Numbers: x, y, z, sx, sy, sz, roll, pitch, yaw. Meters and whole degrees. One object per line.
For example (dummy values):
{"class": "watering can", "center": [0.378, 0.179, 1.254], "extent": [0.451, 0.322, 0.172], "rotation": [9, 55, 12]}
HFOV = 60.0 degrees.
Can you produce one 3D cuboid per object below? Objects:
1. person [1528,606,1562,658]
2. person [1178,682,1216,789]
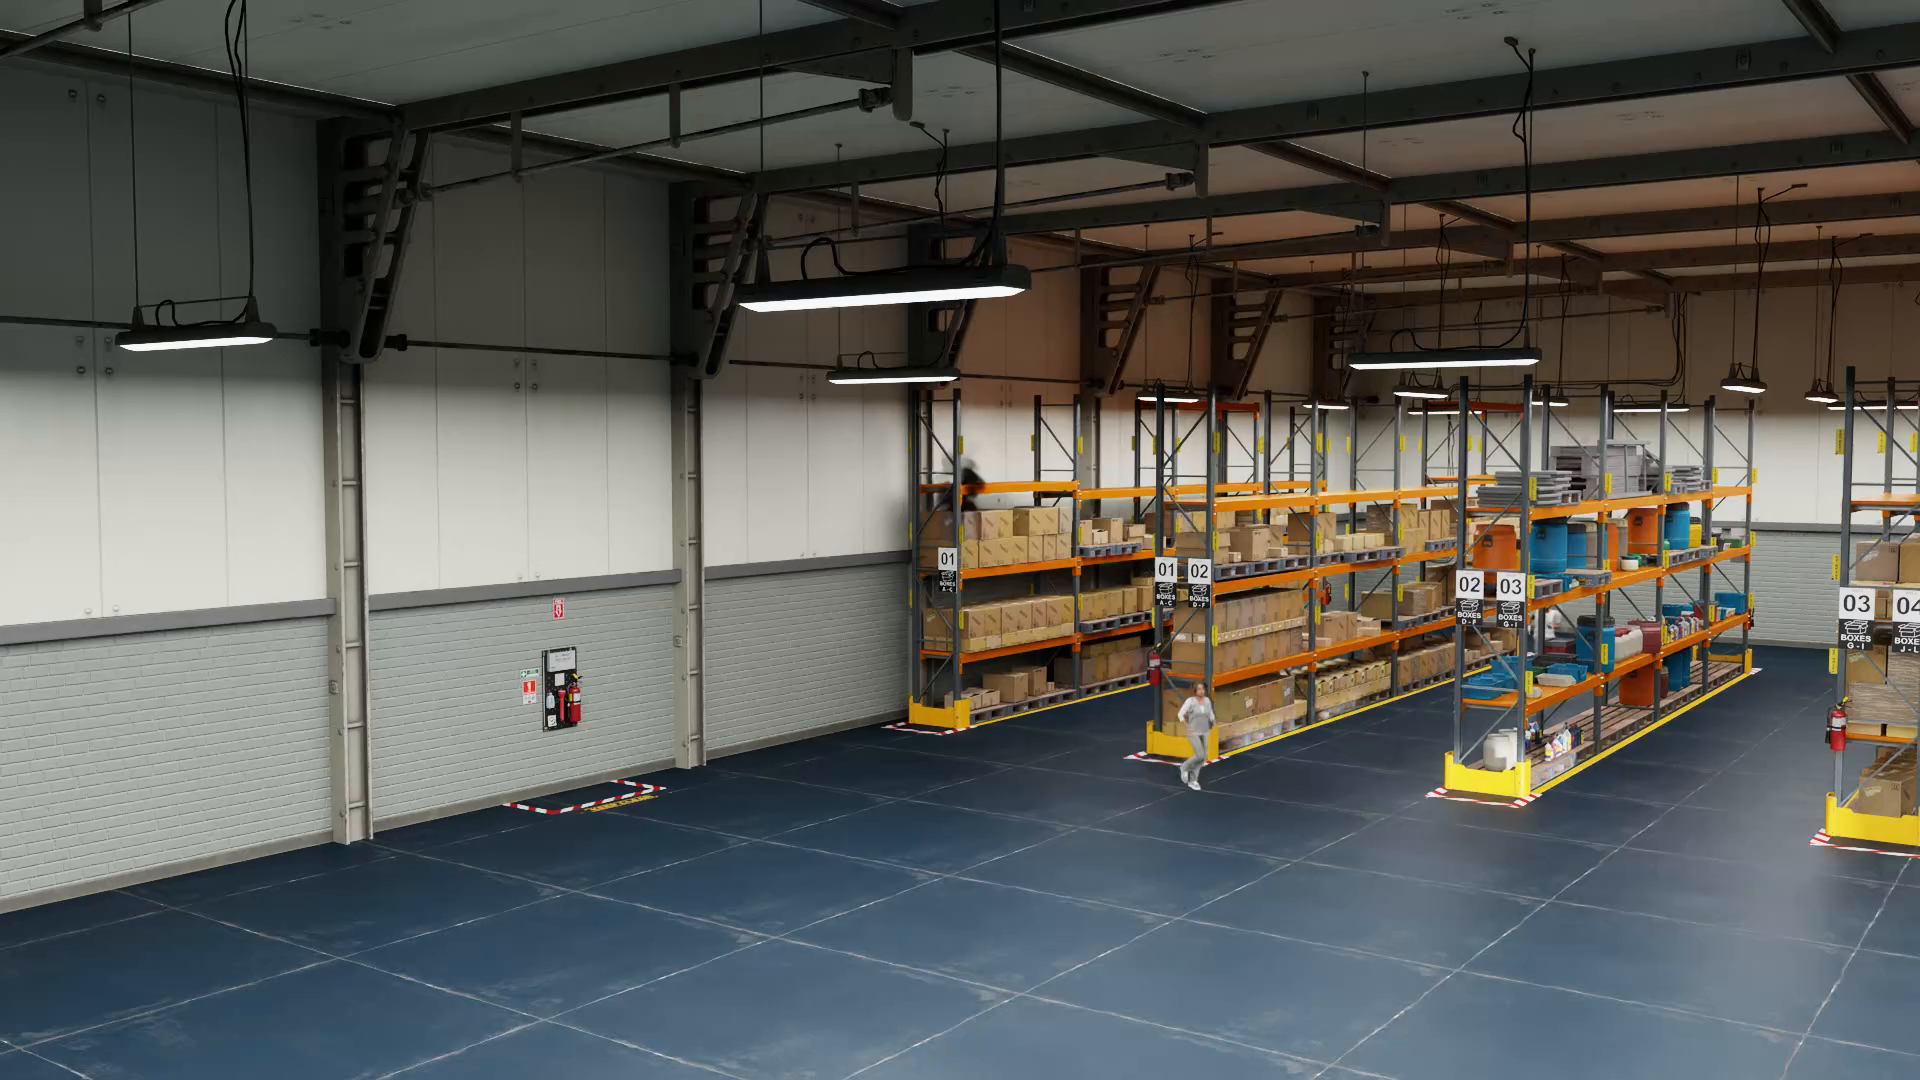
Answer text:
{"class": "person", "center": [12.383, 2.083, 35.275], "extent": [0.700, 1.760, 1.017], "rotation": [1, 4, 22]}
{"class": "person", "center": [3.485, 2.845, 24.173], "extent": [0.523, 1.568, 0.549], "rotation": [-1, 4, -23]}
